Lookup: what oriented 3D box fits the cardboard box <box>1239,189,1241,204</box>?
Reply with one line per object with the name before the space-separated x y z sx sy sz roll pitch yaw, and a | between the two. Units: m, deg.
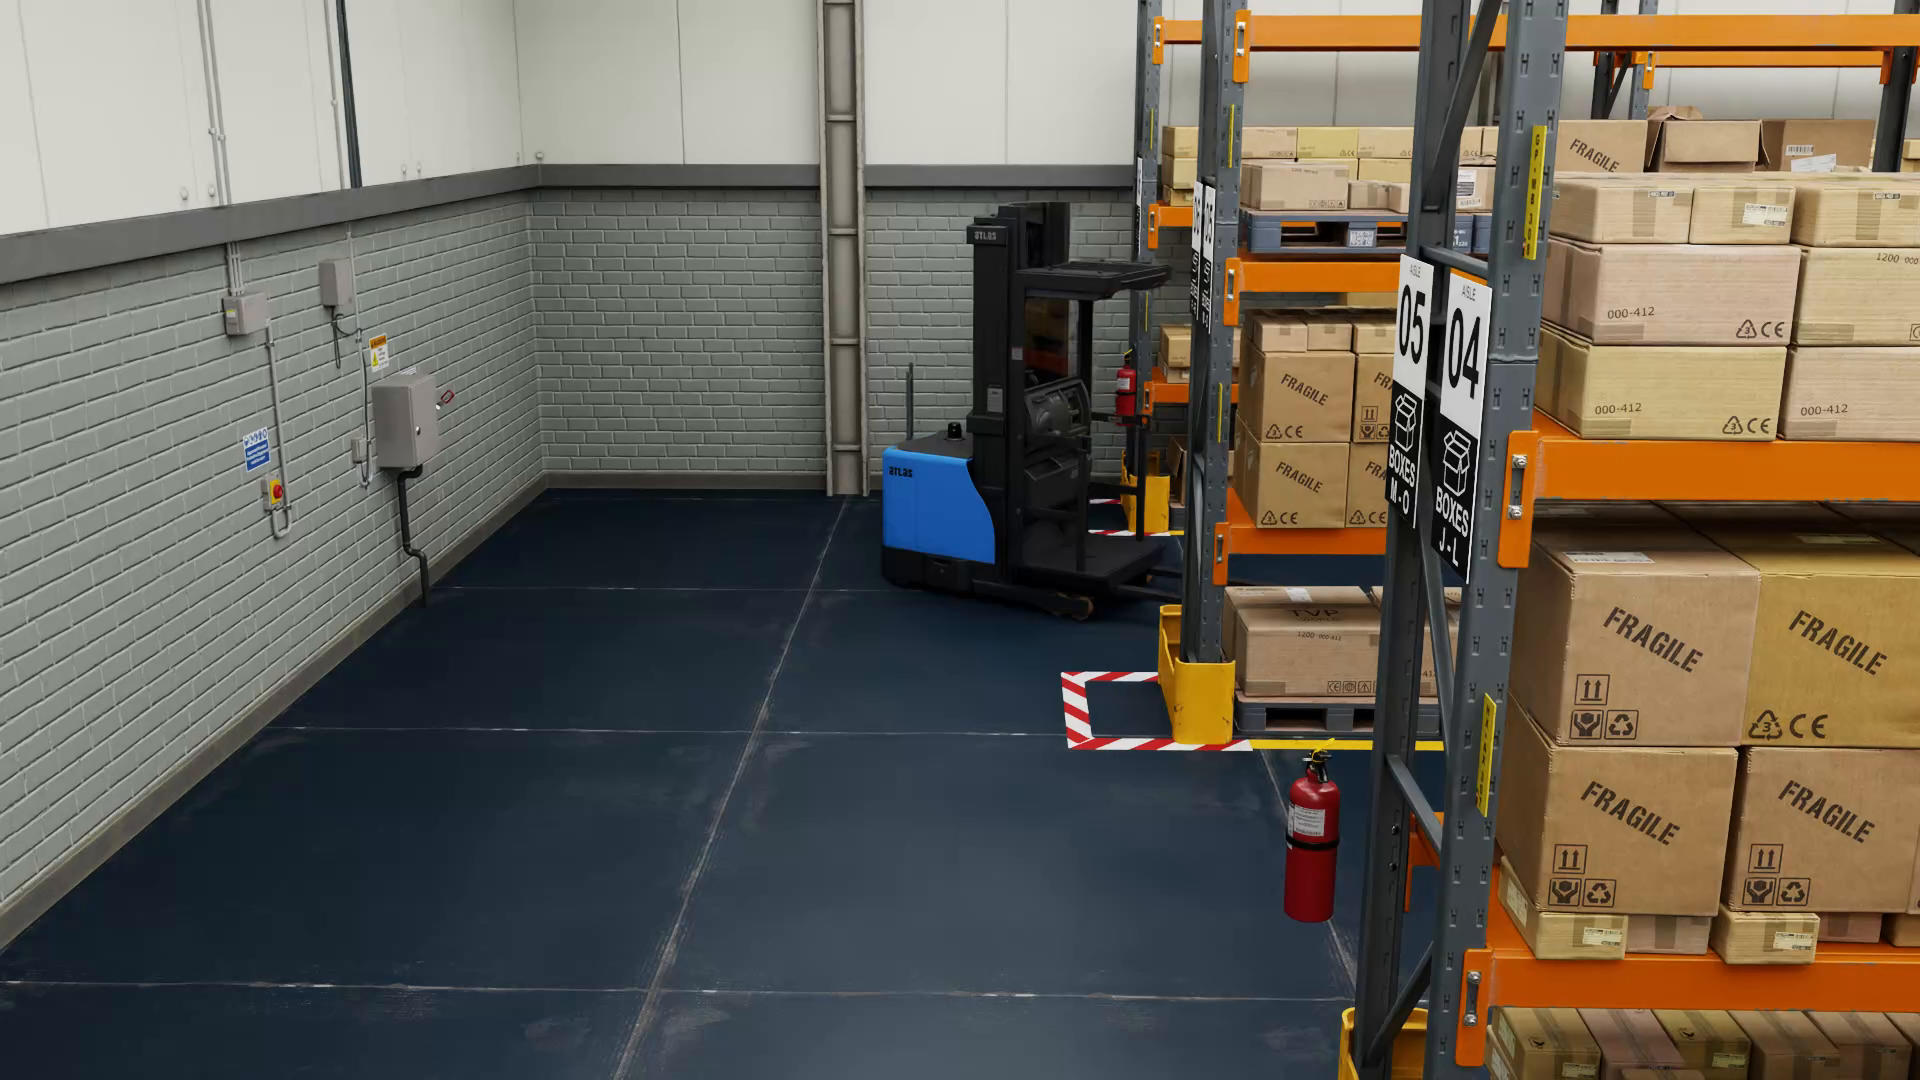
cardboard box | 2.427 -2.928 14.171 0.250 0.149 0.380 0 15 2

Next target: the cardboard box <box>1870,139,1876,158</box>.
cardboard box | 7.423 -3.251 13.792 0.250 0.149 0.380 0 15 2

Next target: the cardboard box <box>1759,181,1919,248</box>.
cardboard box | 2.289 -0.858 4.366 0.250 0.149 0.380 0 15 1

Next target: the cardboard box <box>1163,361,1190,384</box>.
cardboard box | 1.917 -1.468 14.517 0.250 0.149 0.380 0 15 1

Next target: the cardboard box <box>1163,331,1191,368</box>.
cardboard box | 2.043 -1.661 14.467 0.500 0.250 0.500 0 15 2

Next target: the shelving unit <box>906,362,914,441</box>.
shelving unit | 0.085 -0.725 14.147 1.048 1.500 0.538 0 15 1

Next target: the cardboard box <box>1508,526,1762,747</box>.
cardboard box | 1.889 0.262 4.727 0.500 0.500 0.500 0 15 1

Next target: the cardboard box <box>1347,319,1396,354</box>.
cardboard box | 2.341 -1.154 9.406 0.250 0.149 0.380 1 15 3

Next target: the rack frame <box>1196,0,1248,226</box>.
rack frame | 1.473 -3.296 9.195 0.127 3.000 1.000 0 15 1

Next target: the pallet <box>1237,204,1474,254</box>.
pallet | 2.215 -1.801 9.580 1.213 0.211 1.003 0 15 1

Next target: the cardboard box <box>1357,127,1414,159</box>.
cardboard box | 3.553 -3.349 14.006 0.500 0.250 0.500 1 15 3

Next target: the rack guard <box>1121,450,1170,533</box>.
rack guard | 1.672 -0.452 15.075 0.348 0.500 1.175 0 15 1

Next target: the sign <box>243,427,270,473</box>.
sign | -4.227 -0.545 9.997 0.001 0.218 0.327 0 15 1

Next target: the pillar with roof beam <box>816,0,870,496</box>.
pillar with roof beam | -1.186 -3.712 10.769 0.400 9.000 9.100 0 15 1

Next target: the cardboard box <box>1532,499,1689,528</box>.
cardboard box | 1.911 0.131 5.224 0.500 0.500 0.500 0 15 0

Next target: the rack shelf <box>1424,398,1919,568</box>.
rack shelf | 3.447 -0.222 4.832 4.000 0.370 1.077 0 15 1

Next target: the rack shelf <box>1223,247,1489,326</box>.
rack shelf | 3.472 -1.485 9.620 4.000 0.370 1.077 0 15 1

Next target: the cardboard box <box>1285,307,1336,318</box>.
cardboard box | 2.091 -1.294 9.939 0.250 0.149 0.380 1 15 2

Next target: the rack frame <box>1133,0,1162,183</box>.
rack frame | 1.596 -4.562 13.993 0.127 3.000 1.000 0 15 1

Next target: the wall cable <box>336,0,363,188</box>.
wall cable | -4.090 -4.182 12.477 0.133 3.039 2.988 0 15 1

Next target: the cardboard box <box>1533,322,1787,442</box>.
cardboard box | 1.890 -0.442 4.551 0.500 0.250 0.500 1 15 3

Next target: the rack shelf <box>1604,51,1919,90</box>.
rack shelf | 7.594 -3.982 13.987 4.000 0.370 1.077 0 15 1

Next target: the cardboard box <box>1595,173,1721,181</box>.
cardboard box | 2.032 -0.997 4.890 0.250 0.149 0.380 1 15 2

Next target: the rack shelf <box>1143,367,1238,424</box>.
rack shelf | 3.595 -1.301 14.800 4.000 0.370 1.077 0 15 1

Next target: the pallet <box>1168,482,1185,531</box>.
pallet | 2.469 -0.308 15.093 1.213 0.211 1.003 0 15 1

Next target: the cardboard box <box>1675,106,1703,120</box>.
cardboard box | 6.167 -3.582 14.236 0.258 0.266 0.396 0 15 1

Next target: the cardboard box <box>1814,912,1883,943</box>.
cardboard box | 2.549 1.048 4.981 0.250 0.149 0.380 1 15 4

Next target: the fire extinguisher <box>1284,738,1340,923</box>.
fire extinguisher | 1.207 0.966 5.683 0.183 0.674 0.296 0 15 1

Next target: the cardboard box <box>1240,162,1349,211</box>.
cardboard box | 1.925 -2.045 9.606 0.500 0.250 0.500 -1 15 -4

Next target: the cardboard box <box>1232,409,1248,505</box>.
cardboard box | 1.962 -0.508 10.191 0.500 0.500 0.500 0 15 2

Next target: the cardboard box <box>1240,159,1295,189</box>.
cardboard box | 2.541 -3.113 14.089 0.500 0.250 0.500 1 15 2

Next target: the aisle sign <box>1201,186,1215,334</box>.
aisle sign | 1.393 -1.579 9.350 0.004 0.787 0.394 0 15 1

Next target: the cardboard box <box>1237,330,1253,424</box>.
cardboard box | 1.961 -0.985 10.038 0.500 0.500 0.500 1 15 3

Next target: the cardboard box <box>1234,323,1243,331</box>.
cardboard box | 2.578 -1.794 14.970 0.500 0.250 0.500 0 15 2

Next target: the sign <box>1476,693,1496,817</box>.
sign | 1.434 0.587 4.538 0.005 0.325 0.100 0 15 1

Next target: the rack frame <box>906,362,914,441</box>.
rack frame | -0.423 -0.728 14.159 0.032 1.500 0.500 0 15 1

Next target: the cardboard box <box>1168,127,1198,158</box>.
cardboard box | 2.033 -3.358 14.039 0.500 0.250 0.500 0 15 1

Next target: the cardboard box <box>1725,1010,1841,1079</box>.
cardboard box | 2.752 1.697 5.626 0.250 0.149 0.380 0 15 -1

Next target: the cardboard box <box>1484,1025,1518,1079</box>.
cardboard box | 1.982 1.830 5.708 0.250 0.149 0.380 0 15 0

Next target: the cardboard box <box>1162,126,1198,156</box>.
cardboard box | 2.047 -3.493 14.552 0.500 0.250 0.500 0 15 0

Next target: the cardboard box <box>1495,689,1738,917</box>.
cardboard box | 1.889 0.748 4.844 0.500 0.500 0.500 1 15 4

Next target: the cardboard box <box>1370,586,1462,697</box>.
cardboard box | 3.050 0.623 10.299 0.875 0.438 0.875 1 15 3

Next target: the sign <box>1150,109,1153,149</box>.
sign | 1.582 -3.396 13.739 0.005 0.325 0.100 0 15 1

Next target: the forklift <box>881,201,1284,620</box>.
forklift | 0.910 -0.989 12.342 3.031 2.935 1.130 9 17 30

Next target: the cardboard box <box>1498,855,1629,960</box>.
cardboard box | 1.763 1.074 4.880 0.250 0.149 0.380 0 15 1

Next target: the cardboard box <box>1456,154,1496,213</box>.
cardboard box | 2.968 -2.032 9.437 0.500 0.311 0.500 1 15 2

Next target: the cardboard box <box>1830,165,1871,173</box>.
cardboard box | 4.825 -1.929 9.136 0.258 0.266 0.396 1 15 3

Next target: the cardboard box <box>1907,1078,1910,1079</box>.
cardboard box | 3.276 1.839 5.672 0.250 0.149 0.380 1 15 4

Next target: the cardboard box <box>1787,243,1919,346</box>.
cardboard box | 2.401 -0.680 4.471 0.500 0.250 0.500 0 15 1

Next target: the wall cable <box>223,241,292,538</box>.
wall cable | -4.165 -0.933 9.943 0.123 1.953 0.585 0 15 1

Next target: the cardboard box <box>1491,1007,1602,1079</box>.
cardboard box | 1.983 1.694 5.639 0.250 0.149 0.380 1 15 2

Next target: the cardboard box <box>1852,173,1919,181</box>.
cardboard box | 2.807 -0.999 4.898 0.250 0.149 0.380 0 15 0
